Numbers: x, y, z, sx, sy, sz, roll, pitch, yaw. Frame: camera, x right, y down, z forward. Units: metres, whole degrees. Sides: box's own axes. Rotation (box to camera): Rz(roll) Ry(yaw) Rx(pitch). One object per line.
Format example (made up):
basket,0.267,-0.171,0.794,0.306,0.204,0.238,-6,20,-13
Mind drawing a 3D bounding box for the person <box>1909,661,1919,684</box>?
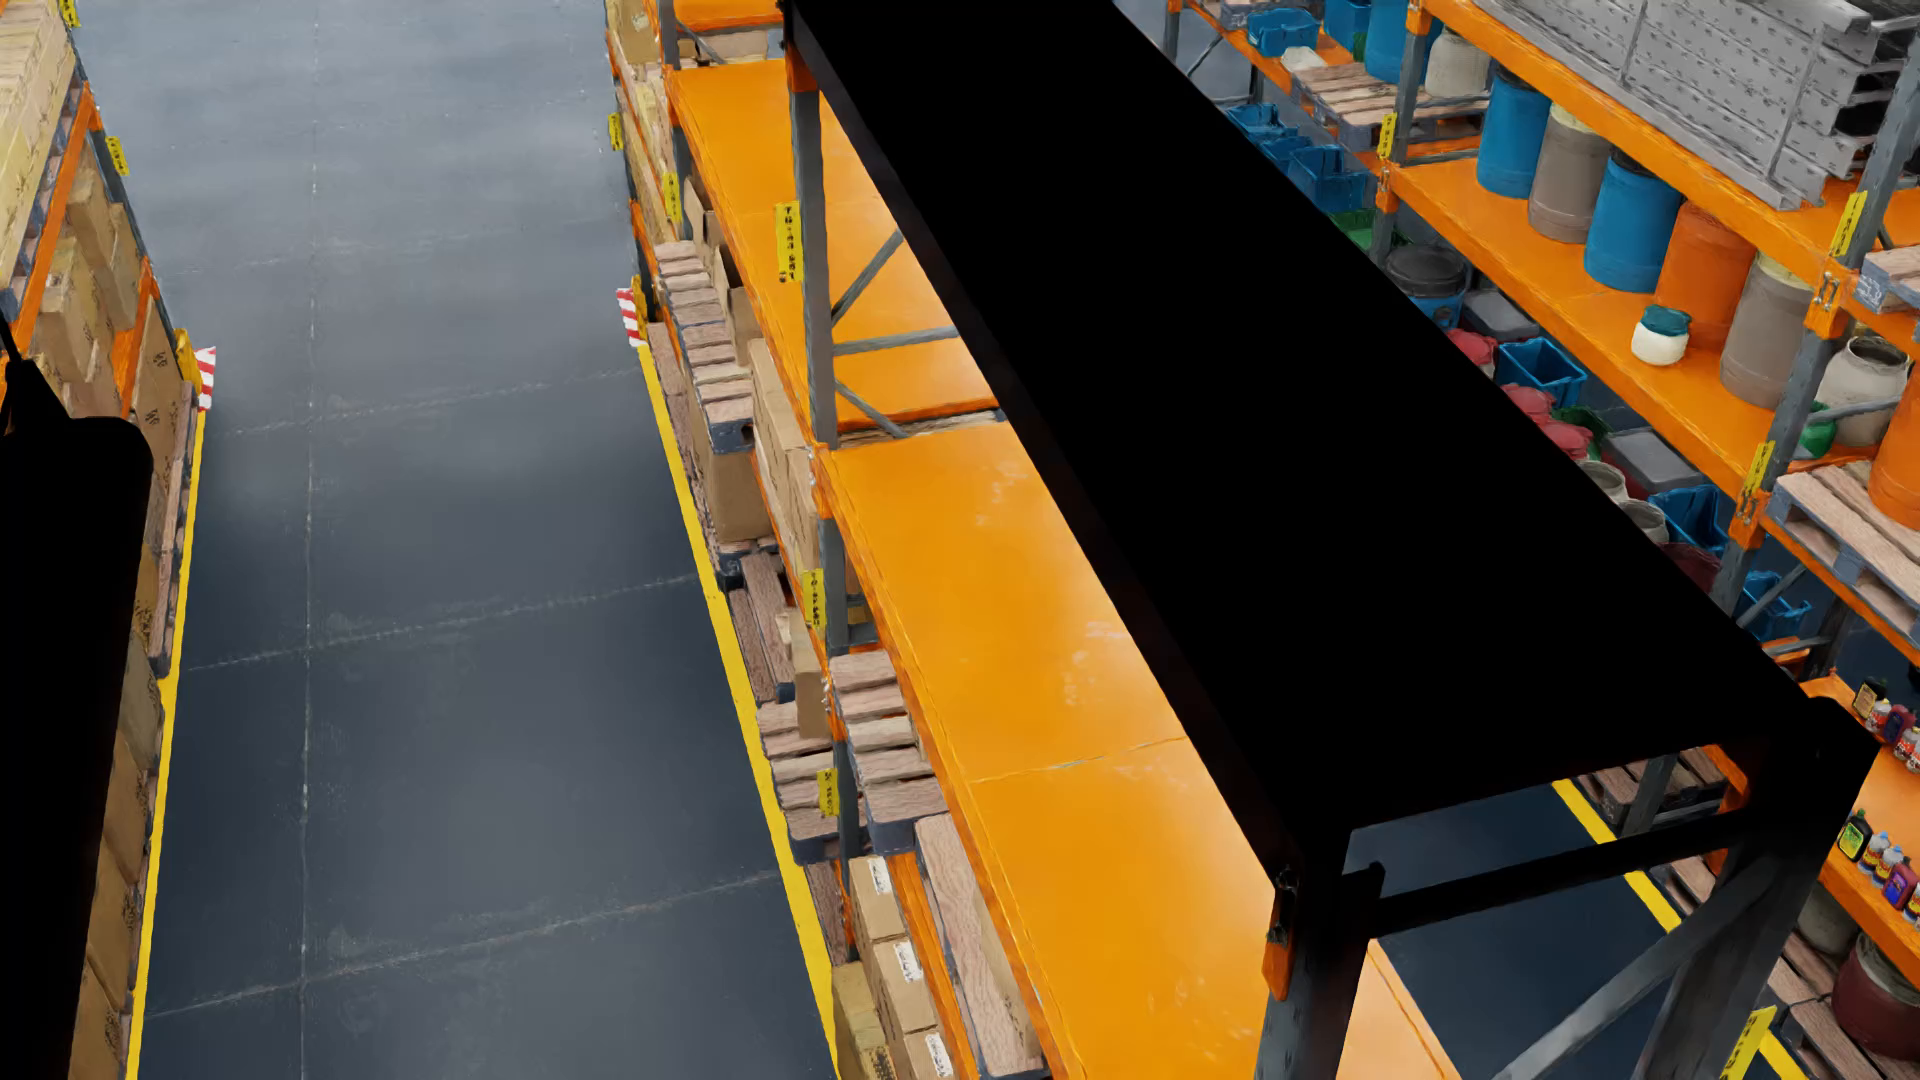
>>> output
person,6.691,0.590,10.739,0.553,1.673,1.030,-11,40,-14
